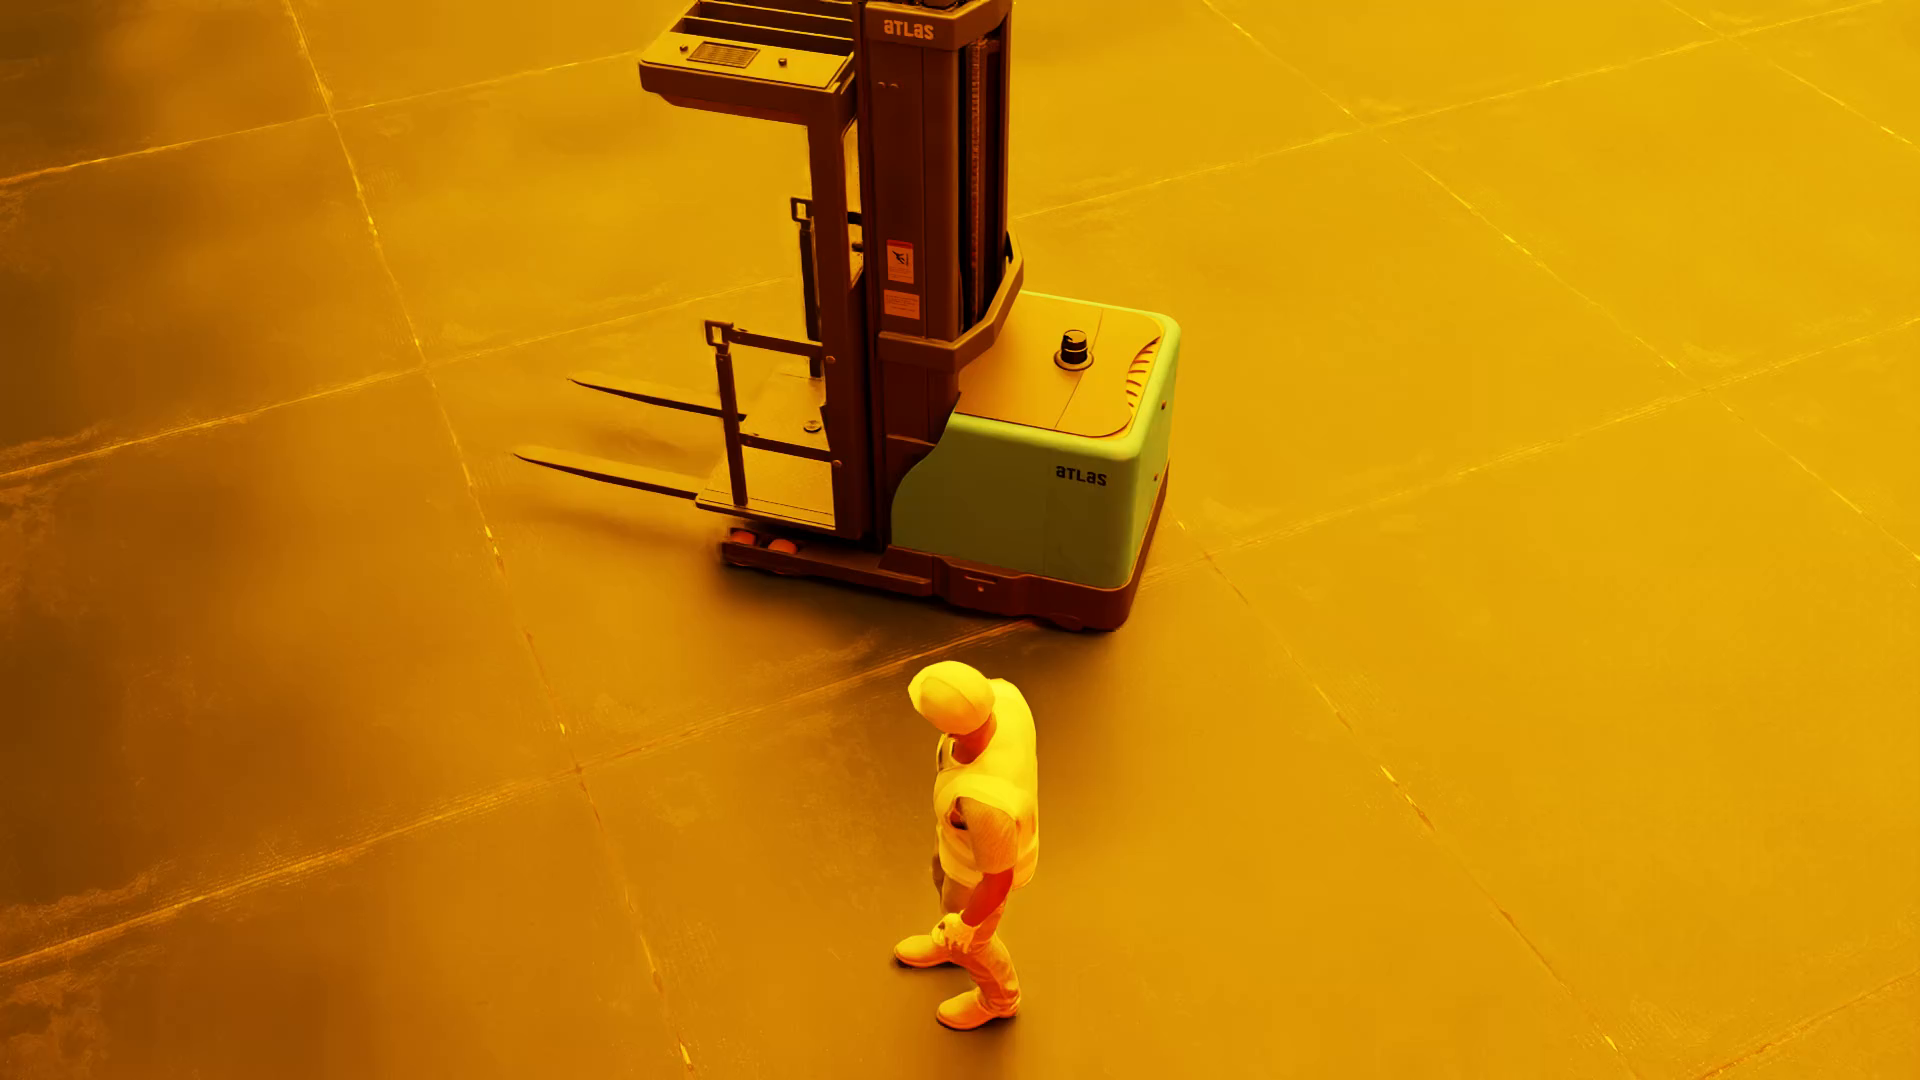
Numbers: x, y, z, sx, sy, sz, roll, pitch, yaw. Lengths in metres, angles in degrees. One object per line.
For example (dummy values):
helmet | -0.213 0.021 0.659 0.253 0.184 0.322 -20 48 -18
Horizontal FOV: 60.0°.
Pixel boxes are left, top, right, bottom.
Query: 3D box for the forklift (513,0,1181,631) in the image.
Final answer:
forklift | -0.590 -1.245 7.014 3.031 2.935 1.130 11 44 12

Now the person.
person | 0.005 0.993 5.471 0.492 1.768 0.753 -1 43 -1
